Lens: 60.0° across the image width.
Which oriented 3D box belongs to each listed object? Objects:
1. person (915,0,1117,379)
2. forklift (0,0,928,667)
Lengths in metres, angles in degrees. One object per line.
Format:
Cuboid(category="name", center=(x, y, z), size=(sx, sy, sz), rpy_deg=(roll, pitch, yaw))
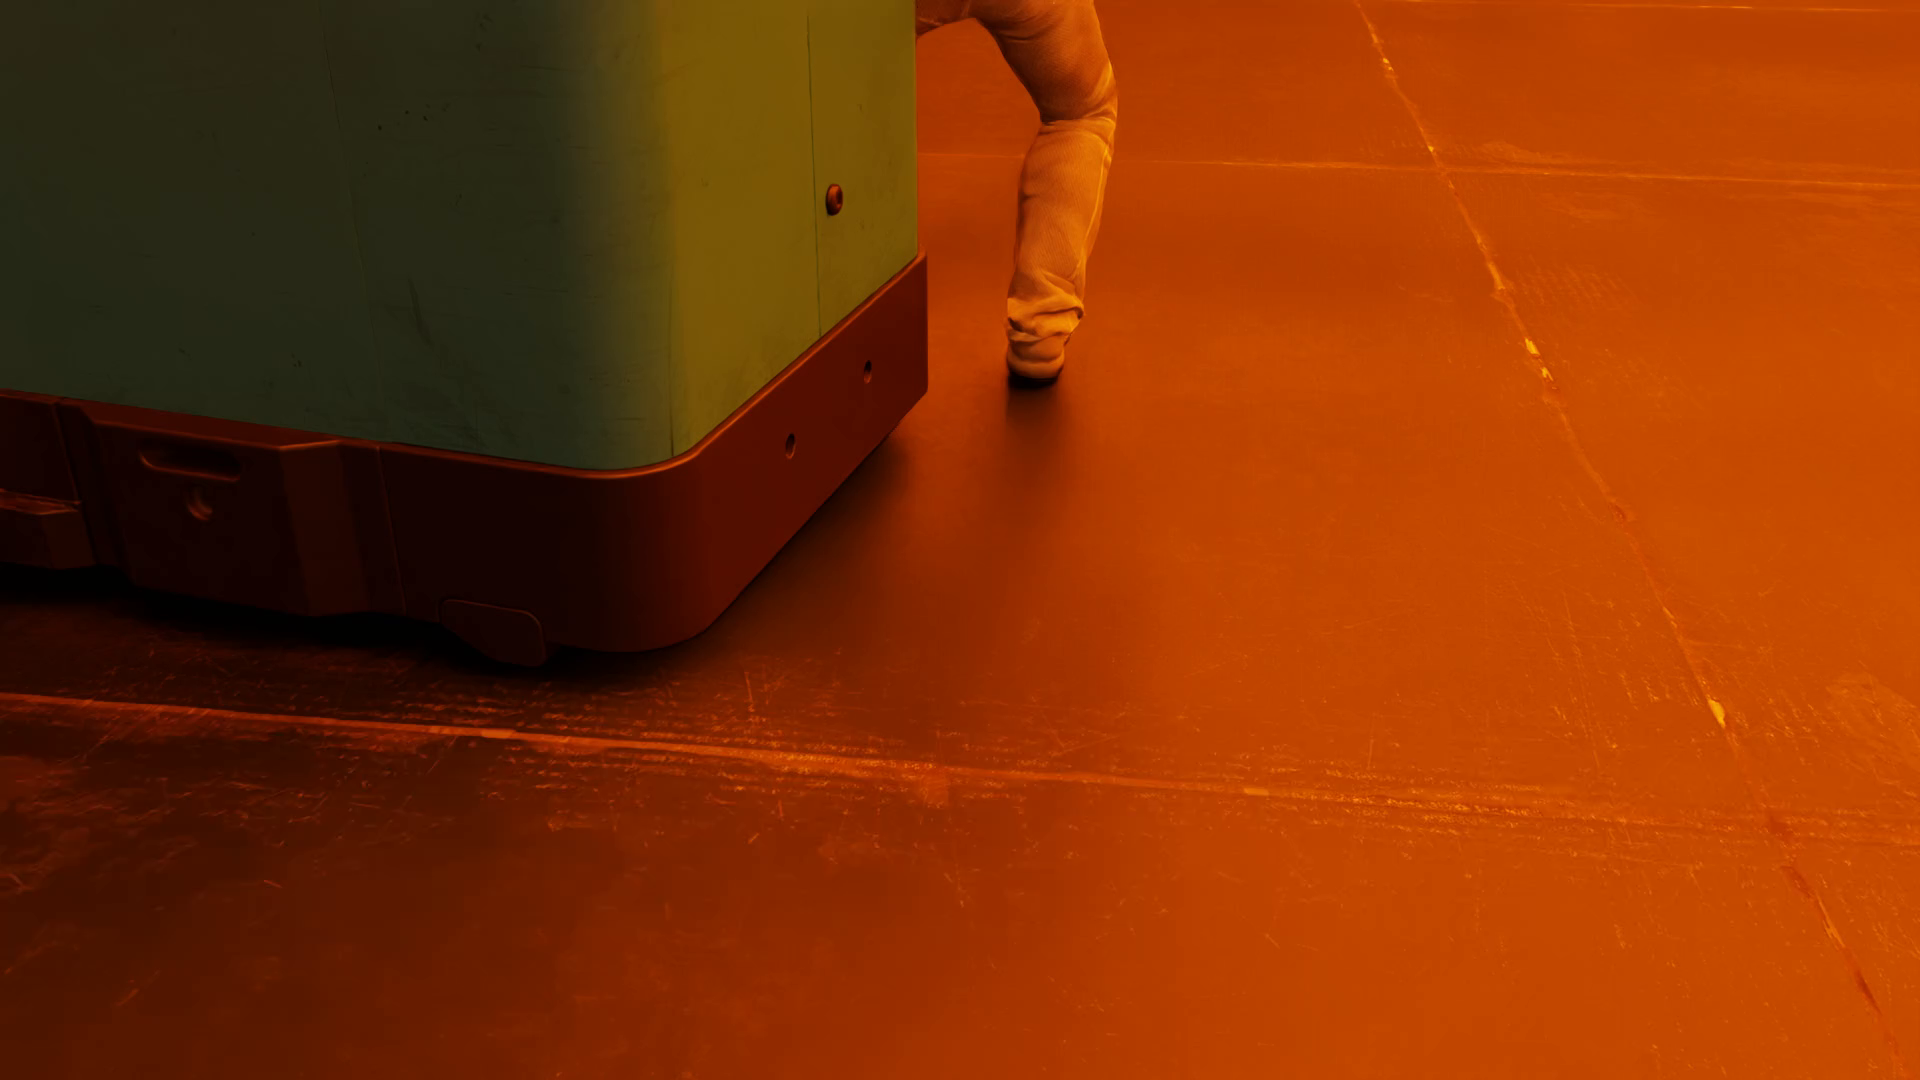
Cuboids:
Cuboid(category="person", center=(0.131, -1.020, 2.790), size=(1.118, 1.523, 0.738), rpy_deg=(-5, 27, -11))
Cuboid(category="forklift", center=(-1.630, -1.525, 2.273), size=(3.031, 2.935, 1.130), rpy_deg=(8, 28, 16))
